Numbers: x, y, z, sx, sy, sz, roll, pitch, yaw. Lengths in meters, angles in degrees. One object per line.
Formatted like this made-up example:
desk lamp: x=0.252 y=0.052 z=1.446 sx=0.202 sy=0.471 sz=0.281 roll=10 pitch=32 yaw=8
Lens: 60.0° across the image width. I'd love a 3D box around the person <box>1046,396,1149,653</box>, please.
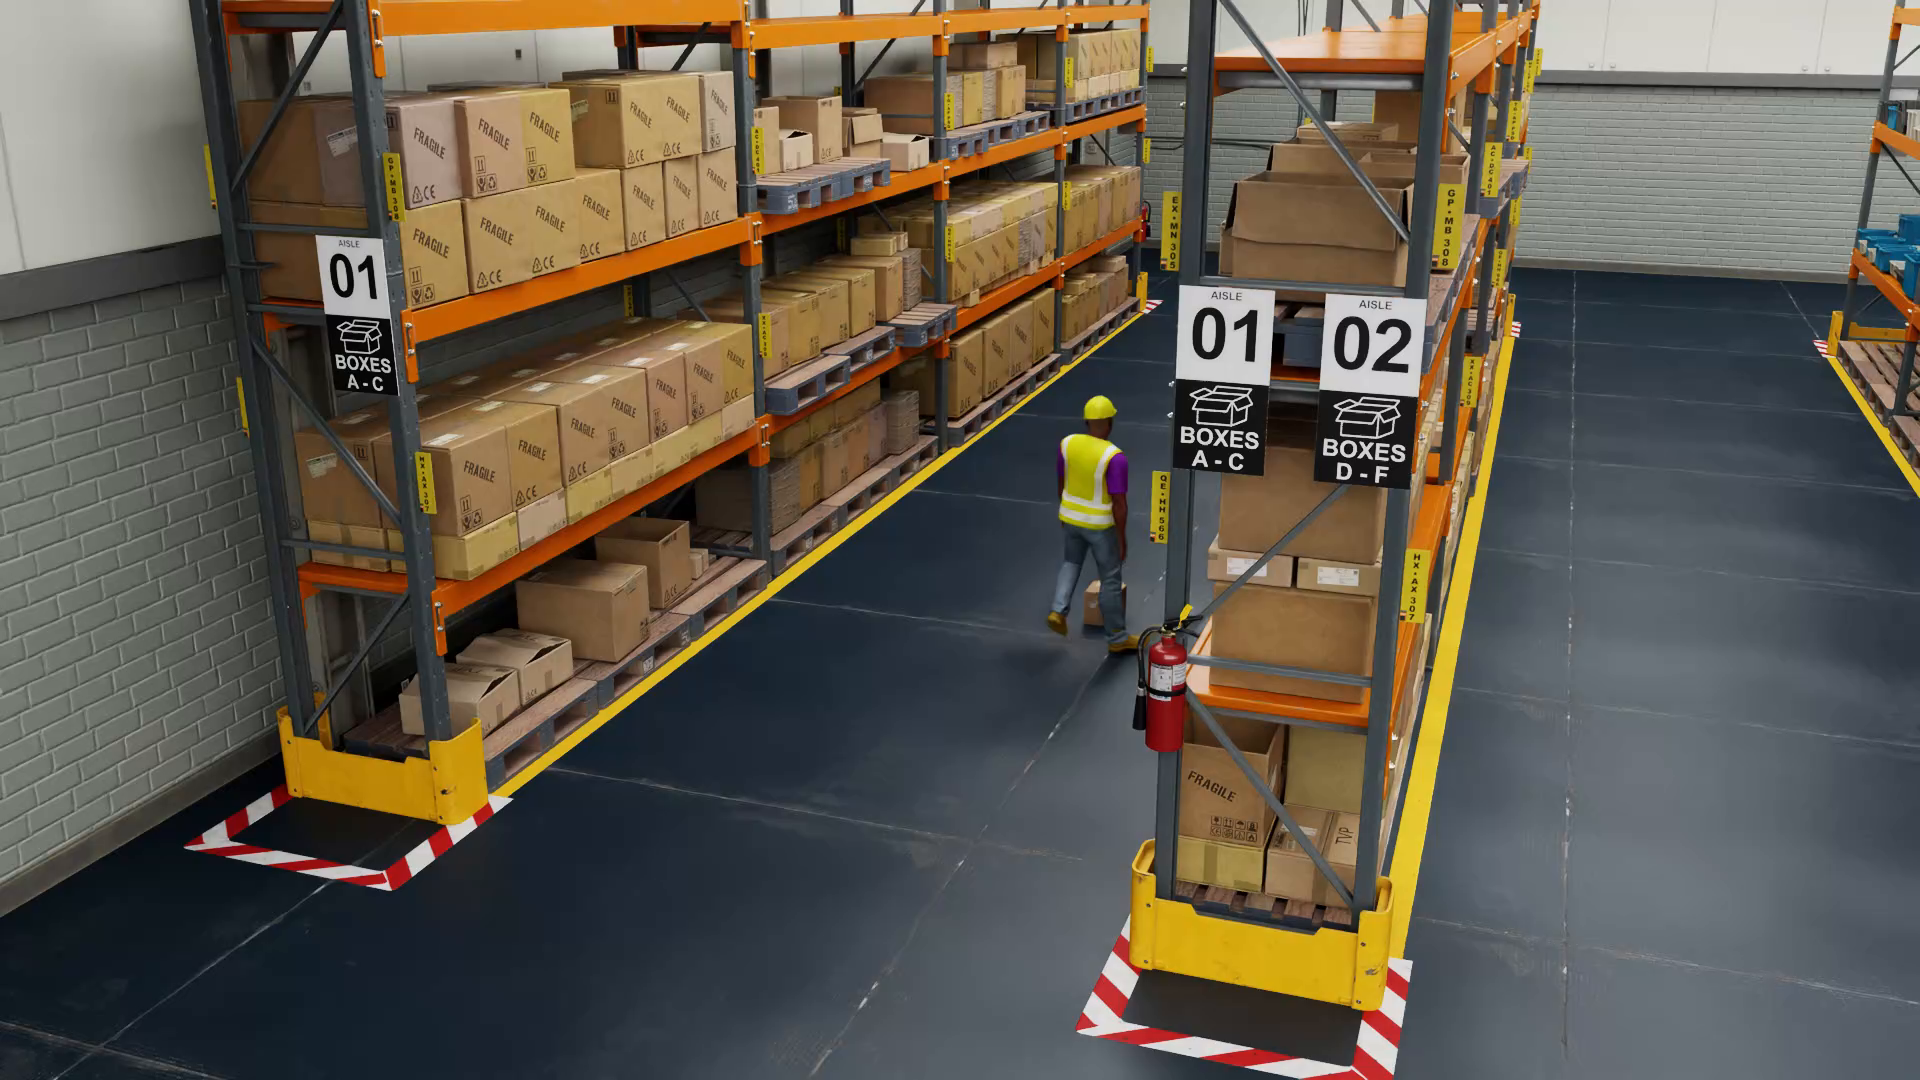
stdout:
person: x=0.900 y=-0.101 z=11.273 sx=0.665 sy=1.759 sz=0.562 roll=15 pitch=24 yaw=37
